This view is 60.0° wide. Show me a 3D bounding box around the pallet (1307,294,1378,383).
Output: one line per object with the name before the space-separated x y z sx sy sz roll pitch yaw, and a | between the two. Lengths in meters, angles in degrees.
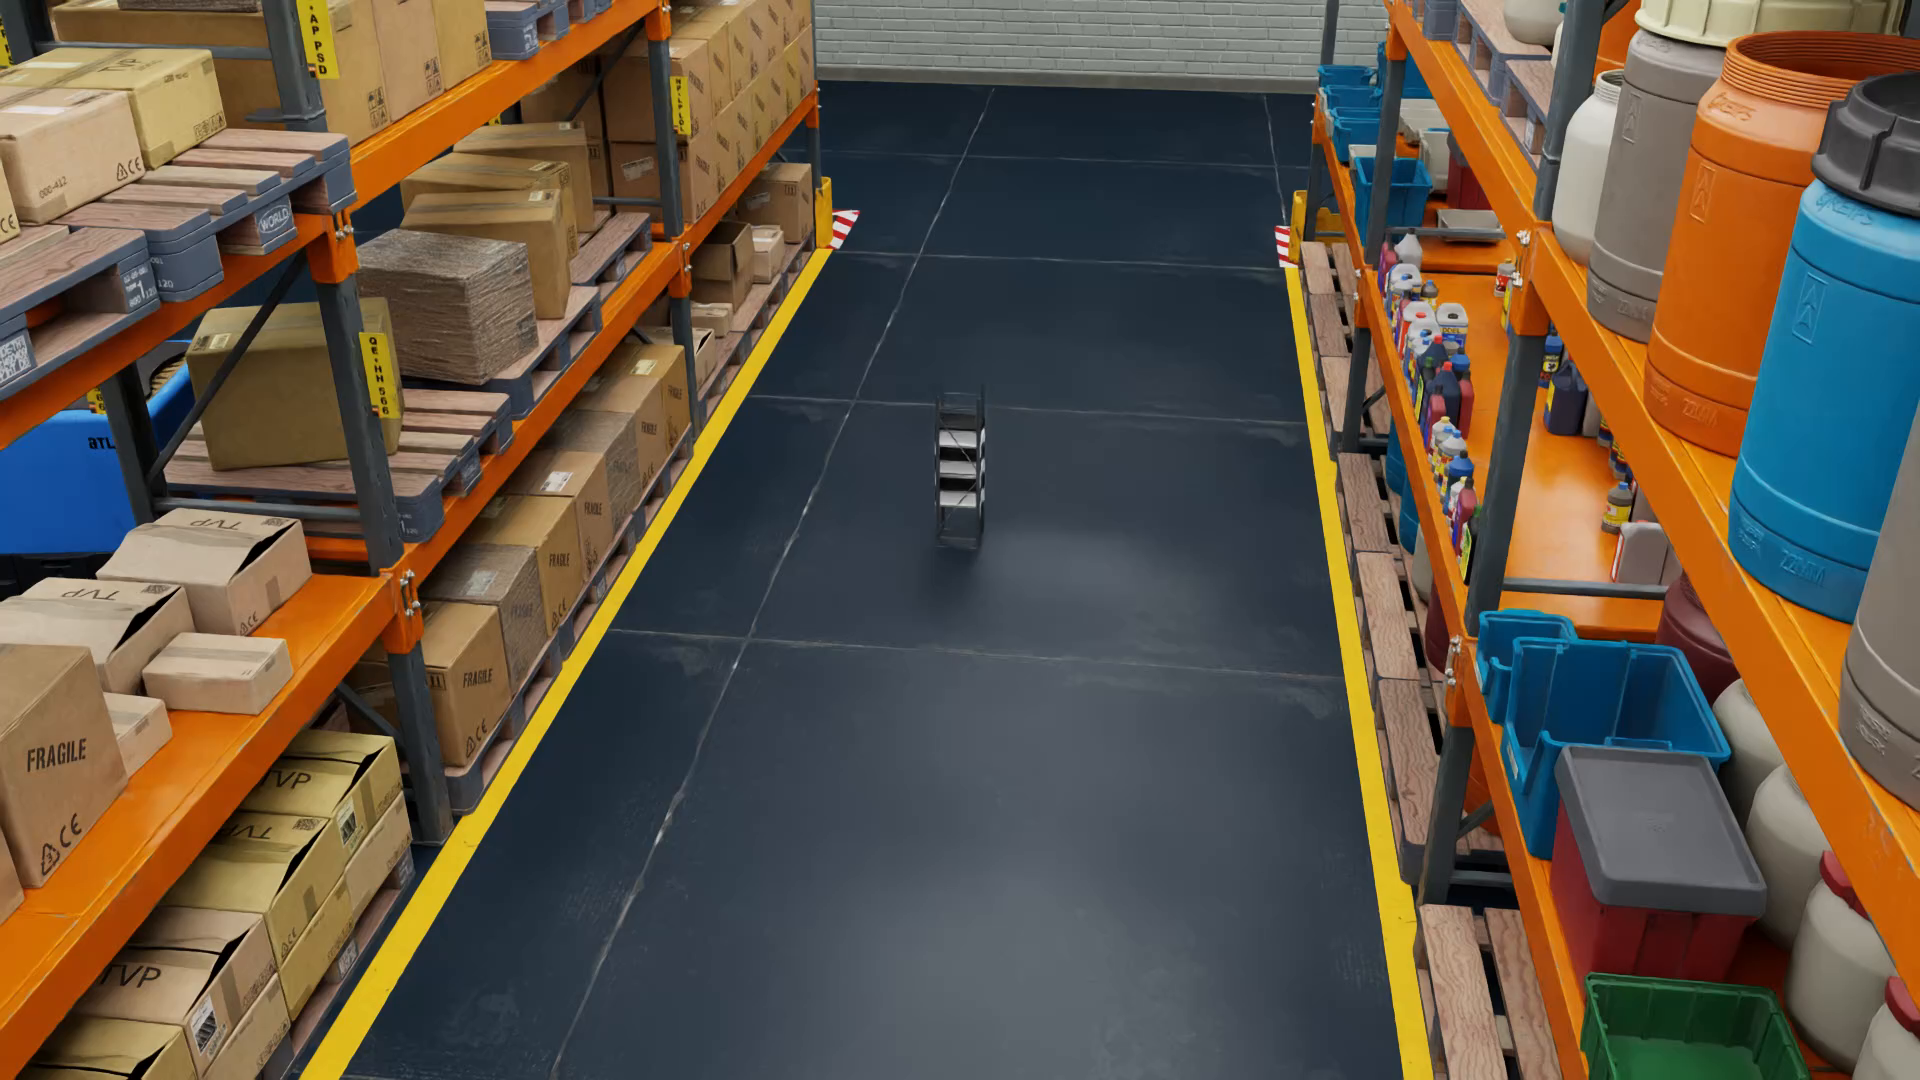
pallet | 2.975 -1.397 11.621 1.003 0.211 1.213 3 28 6

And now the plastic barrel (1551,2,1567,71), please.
plastic barrel | 2.272 -1.776 5.924 0.301 0.262 0.301 0 28 0

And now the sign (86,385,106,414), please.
sign | -3.169 -0.610 6.082 0.100 0.325 0.005 3 28 6

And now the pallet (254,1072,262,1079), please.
pallet | -2.921 2.078 5.170 1.003 0.211 1.213 3 28 6

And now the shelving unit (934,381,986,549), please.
shelving unit | 0.001 -0.400 9.044 0.258 0.900 0.210 3 28 6

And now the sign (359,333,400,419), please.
sign | -2.078 -0.587 5.955 0.100 0.325 0.005 3 28 6

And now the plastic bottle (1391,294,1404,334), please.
plastic bottle | 2.244 -1.147 8.425 0.097 0.201 0.097 0 28 0

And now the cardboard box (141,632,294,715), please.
cardboard box | -2.465 0.442 5.531 0.380 0.149 0.250 3 28 6

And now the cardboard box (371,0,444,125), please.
cardboard box | -2.547 -1.920 6.382 0.910 0.500 0.500 3 28 6

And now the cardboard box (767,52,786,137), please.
cardboard box | -1.560 -3.212 11.944 0.500 0.500 0.500 4 29 7

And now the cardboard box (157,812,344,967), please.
cardboard box | -2.506 1.177 5.768 0.500 0.311 0.500 3 28 5

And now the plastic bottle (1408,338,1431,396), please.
plastic bottle | 2.147 -0.805 7.717 0.097 0.271 0.097 0 28 0

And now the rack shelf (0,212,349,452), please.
rack shelf | -2.874 -0.170 3.999 1.077 0.370 4.000 3 28 6

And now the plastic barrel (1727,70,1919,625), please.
plastic barrel | 1.804 -0.344 3.035 0.600 0.901 0.708 3 28 6

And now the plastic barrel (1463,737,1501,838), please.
plastic barrel | 2.330 0.721 6.594 0.600 0.830 0.708 3 28 6

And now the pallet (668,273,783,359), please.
pallet | -1.907 -1.662 12.112 1.003 0.211 1.213 3 28 6

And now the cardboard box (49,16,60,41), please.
cardboard box | -6.799 -3.349 11.988 0.980 0.700 0.700 2 28 4

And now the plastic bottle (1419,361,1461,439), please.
plastic bottle | 2.114 -0.622 7.294 0.144 0.351 0.185 3 28 6

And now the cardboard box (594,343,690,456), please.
cardboard box | -1.915 -0.835 9.808 0.500 0.500 0.500 3 28 6

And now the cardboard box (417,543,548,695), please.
cardboard box | -2.231 0.355 7.601 0.500 0.500 0.500 2 28 4

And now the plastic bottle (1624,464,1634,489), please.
plastic bottle | 2.698 -0.221 6.632 0.097 0.271 0.097 0 28 0

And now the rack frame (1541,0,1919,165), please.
rack frame | 2.287 -2.459 4.327 1.000 3.000 0.127 3 28 6

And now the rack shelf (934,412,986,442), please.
rack shelf | 0.001 -0.608 8.931 0.258 0.077 0.200 3 28 6

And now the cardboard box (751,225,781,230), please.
cardboard box | -1.610 -2.364 12.999 0.380 0.166 0.250 3 28 6

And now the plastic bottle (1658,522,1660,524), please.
plastic bottle | 2.746 -0.104 6.403 0.061 0.283 0.133 3 28 6

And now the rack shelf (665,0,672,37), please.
rack shelf | -1.894 -3.936 10.989 1.077 0.370 4.000 3 28 6

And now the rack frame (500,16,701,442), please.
rack frame | -2.139 -1.990 9.782 1.000 3.000 0.127 3 28 6

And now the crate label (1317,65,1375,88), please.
crate label | 2.910 -3.439 12.585 0.416 0.233 0.303 3 28 6

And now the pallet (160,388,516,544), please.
pallet | -2.616 -0.346 6.932 1.213 0.211 1.003 3 28 6

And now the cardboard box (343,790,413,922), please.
cardboard box | -2.451 1.180 6.354 0.500 0.250 0.500 4 29 7

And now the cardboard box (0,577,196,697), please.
cardboard box | -2.931 0.341 5.548 0.500 0.311 0.500 3 28 6

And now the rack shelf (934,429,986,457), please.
rack shelf | 0.001 -0.529 8.974 0.258 0.077 0.200 3 28 6

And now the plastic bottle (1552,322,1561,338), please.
plastic bottle | 2.926 -0.969 8.017 0.152 0.276 0.135 3 28 6

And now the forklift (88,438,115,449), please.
forklift | -6.006 -0.671 7.406 4.148 2.935 3.210 -1 28 -2

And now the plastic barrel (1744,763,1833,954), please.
plastic barrel | 2.321 0.828 4.433 0.421 0.512 0.421 0 28 0

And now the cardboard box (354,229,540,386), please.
cardboard box | -2.362 -1.059 7.505 0.700 0.500 0.500 9 30 16

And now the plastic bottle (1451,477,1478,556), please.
plastic bottle | 1.941 -0.090 6.378 0.061 0.283 0.133 3 28 6

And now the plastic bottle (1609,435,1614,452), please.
plastic bottle | 2.847 -0.493 7.125 0.061 0.283 0.133 3 28 6

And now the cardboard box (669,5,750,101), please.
cardboard box | -1.676 -3.165 10.802 0.500 0.500 0.500 3 28 5

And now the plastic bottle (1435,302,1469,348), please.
plastic bottle | 2.379 -1.006 8.085 0.152 0.276 0.135 3 28 6

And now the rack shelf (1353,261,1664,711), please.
rack shelf | 2.532 -0.443 7.668 1.077 0.370 4.000 3 28 6

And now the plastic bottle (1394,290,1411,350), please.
plastic bottle | 2.199 -1.084 8.222 0.061 0.283 0.133 3 28 6

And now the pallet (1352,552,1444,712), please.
pallet | 2.494 0.463 8.167 1.003 0.211 1.213 3 28 6

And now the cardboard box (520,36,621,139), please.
cardboard box | -2.334 -2.728 9.991 0.500 0.500 0.500 3 29 6

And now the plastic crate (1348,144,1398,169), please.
plastic crate | 2.692 -2.448 10.847 0.293 0.136 0.466 3 28 6

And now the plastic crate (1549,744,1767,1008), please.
plastic crate | 1.785 0.897 4.355 0.402 0.464 0.583 3 28 6

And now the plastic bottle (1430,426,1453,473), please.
plastic bottle | 2.045 -0.383 7.007 0.097 0.201 0.097 0 28 0

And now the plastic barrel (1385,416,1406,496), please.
plastic barrel | 2.693 -0.707 9.169 0.600 0.901 0.708 3 28 6
